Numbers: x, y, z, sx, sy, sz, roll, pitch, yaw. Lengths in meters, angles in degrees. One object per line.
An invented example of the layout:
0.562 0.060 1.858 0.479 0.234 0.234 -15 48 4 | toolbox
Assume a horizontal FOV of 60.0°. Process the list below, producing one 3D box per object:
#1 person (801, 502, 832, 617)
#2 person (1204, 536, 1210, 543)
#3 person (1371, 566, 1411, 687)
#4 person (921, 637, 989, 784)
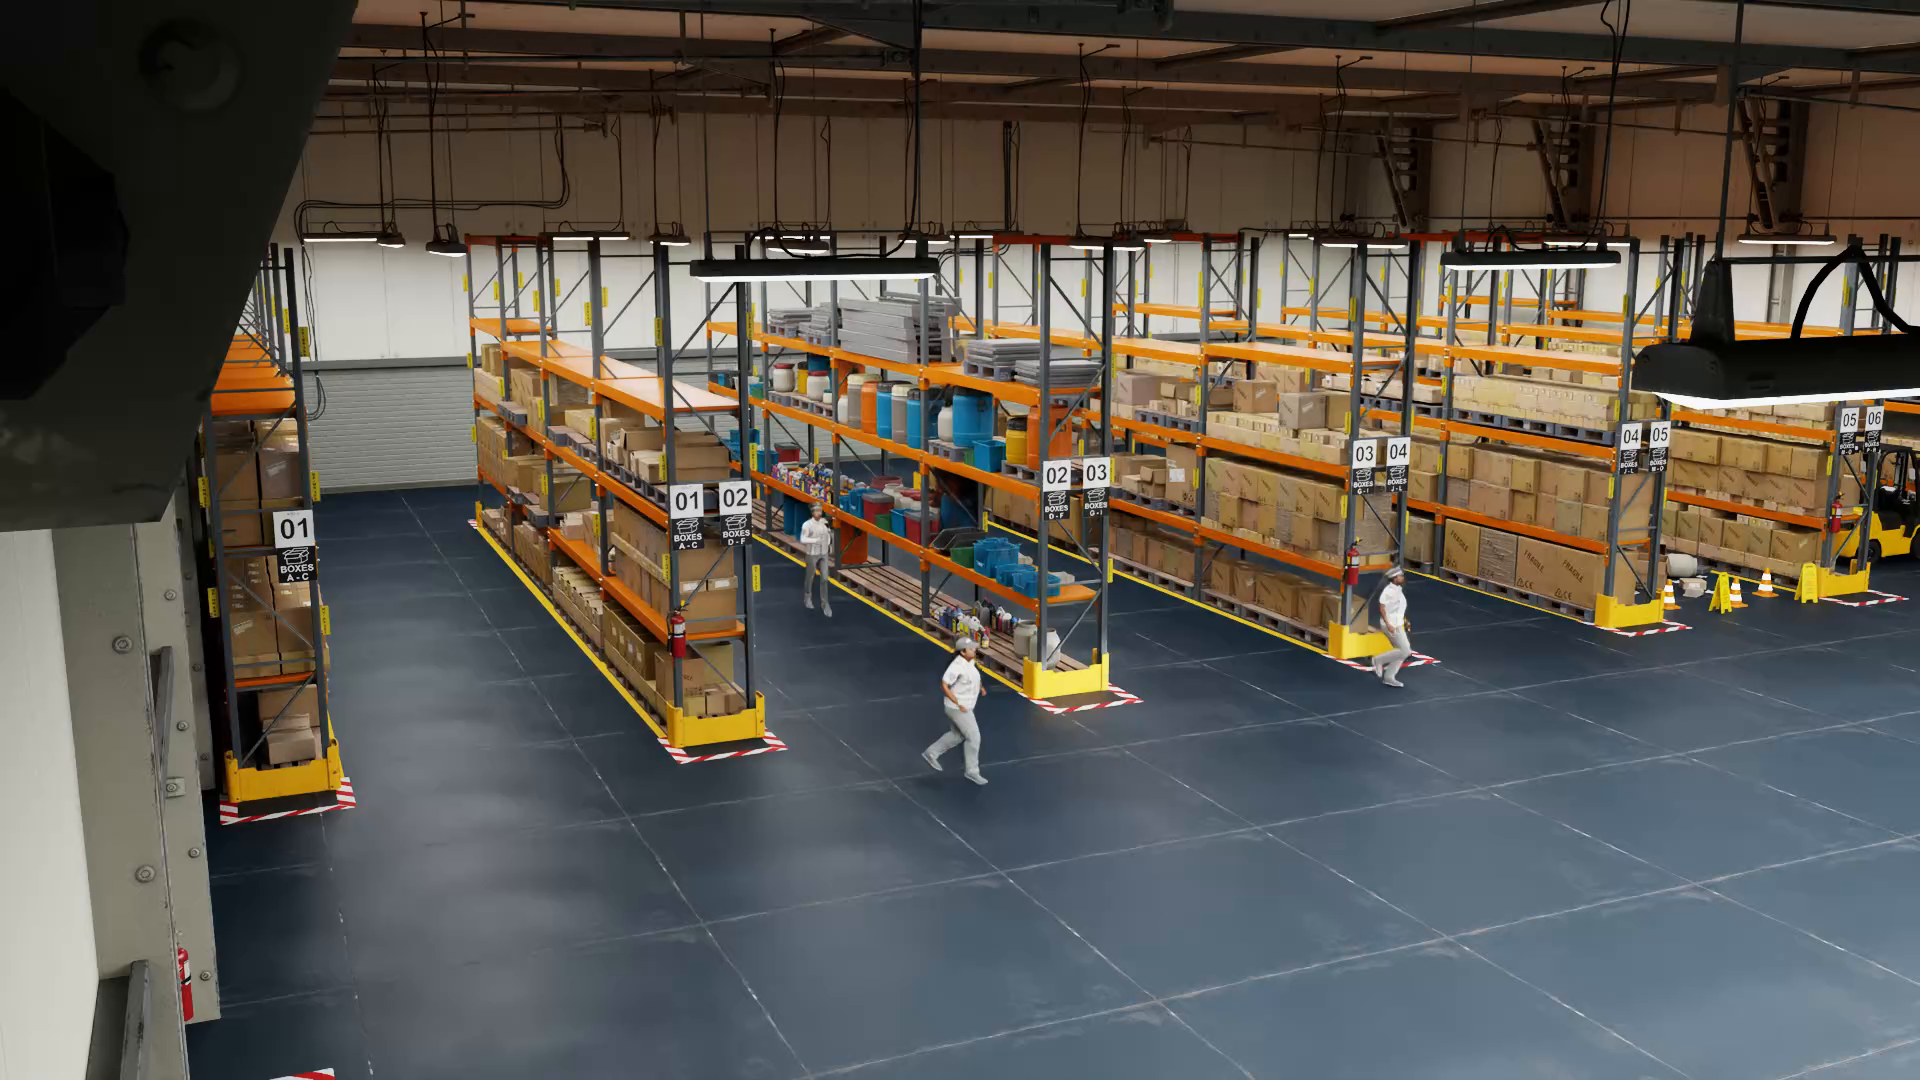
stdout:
-2.198 0.269 25.722 0.599 1.768 0.707 -6 12 -28 | person
4.783 -0.805 32.757 0.707 1.717 0.619 -5 12 -26 | person
5.977 1.163 22.877 0.518 1.620 0.612 5 12 24 | person
-0.044 1.922 18.908 0.785 1.705 0.594 2 11 9 | person
